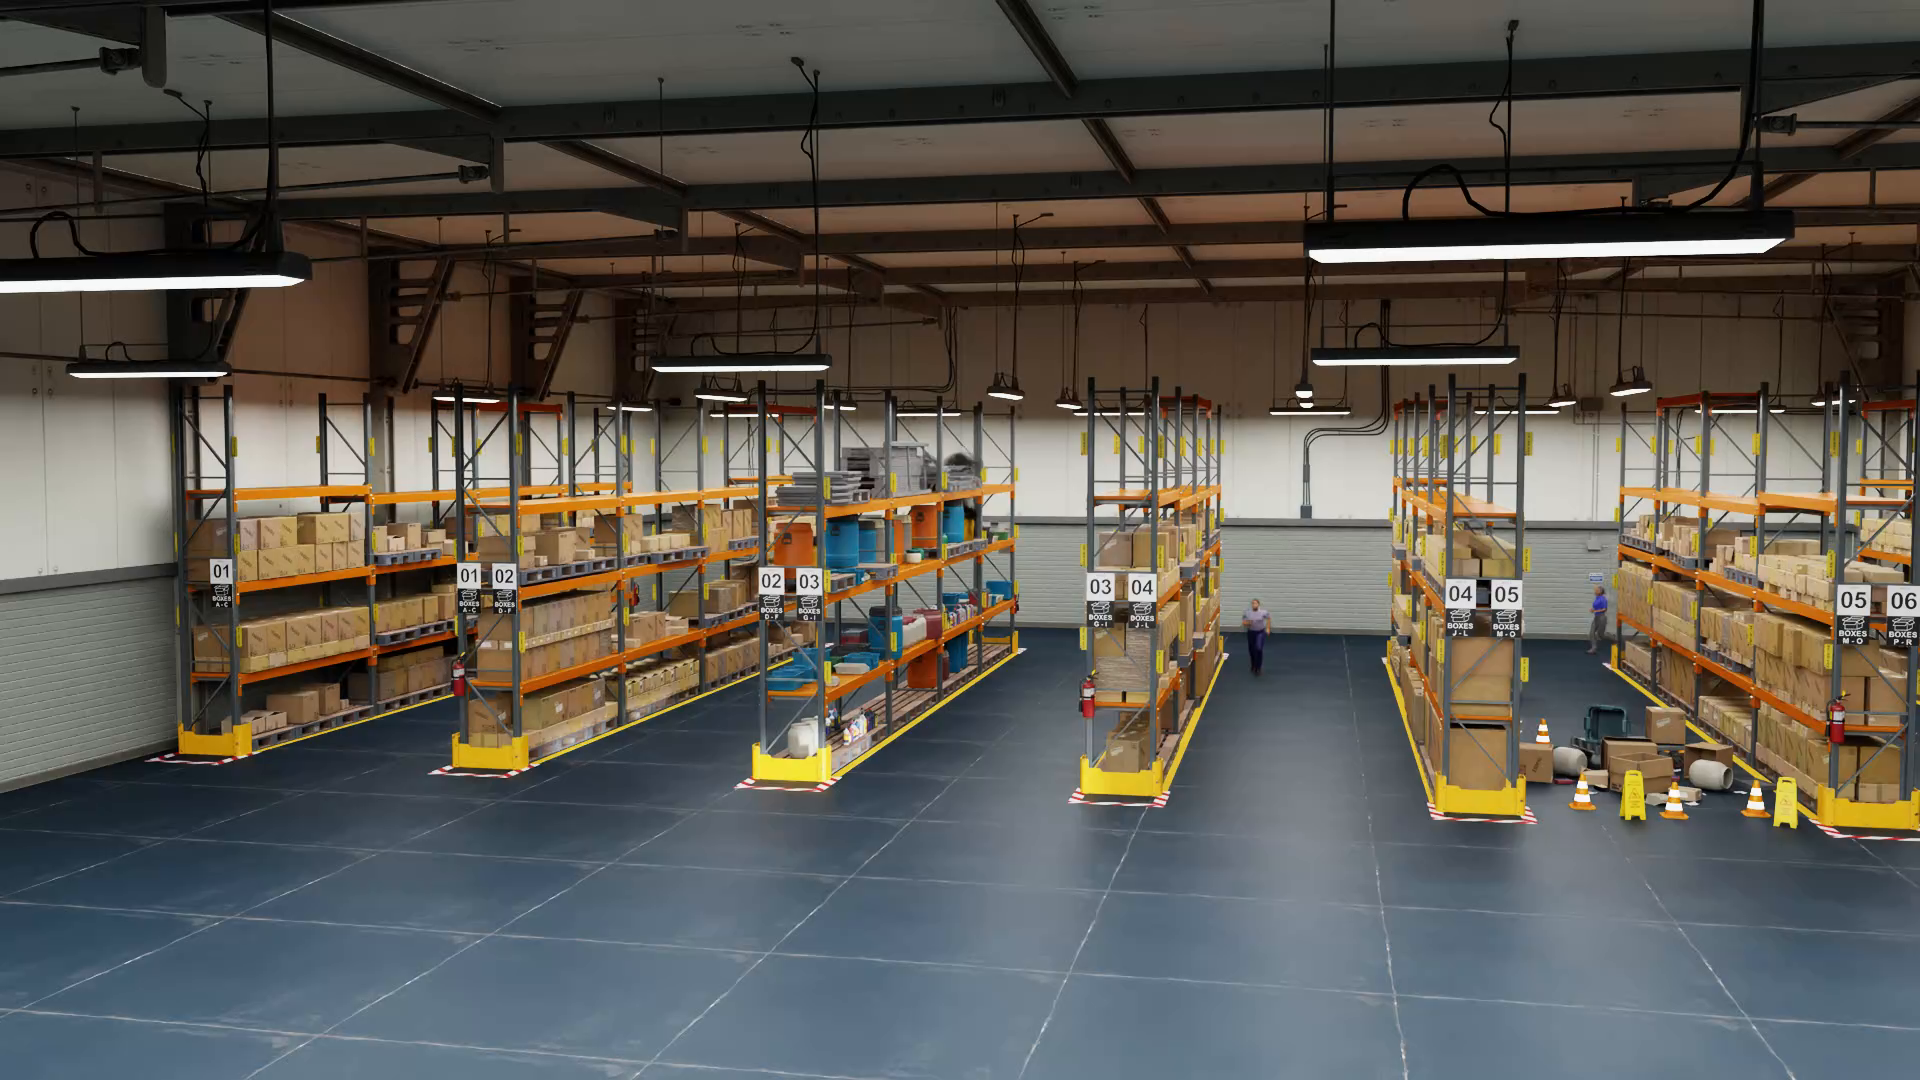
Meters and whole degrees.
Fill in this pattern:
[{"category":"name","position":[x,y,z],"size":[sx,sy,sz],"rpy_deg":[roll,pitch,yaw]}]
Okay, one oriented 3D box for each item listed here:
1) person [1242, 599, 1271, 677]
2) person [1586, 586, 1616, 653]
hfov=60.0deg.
[{"category":"person","position":[6.504,2.136,36.550],"size":[0.589,1.708,0.840],"rpy_deg":[1,3,19]},{"category":"person","position":[15.517,1.930,40.193],"size":[0.801,1.627,0.578],"rpy_deg":[0,3,-3]}]
